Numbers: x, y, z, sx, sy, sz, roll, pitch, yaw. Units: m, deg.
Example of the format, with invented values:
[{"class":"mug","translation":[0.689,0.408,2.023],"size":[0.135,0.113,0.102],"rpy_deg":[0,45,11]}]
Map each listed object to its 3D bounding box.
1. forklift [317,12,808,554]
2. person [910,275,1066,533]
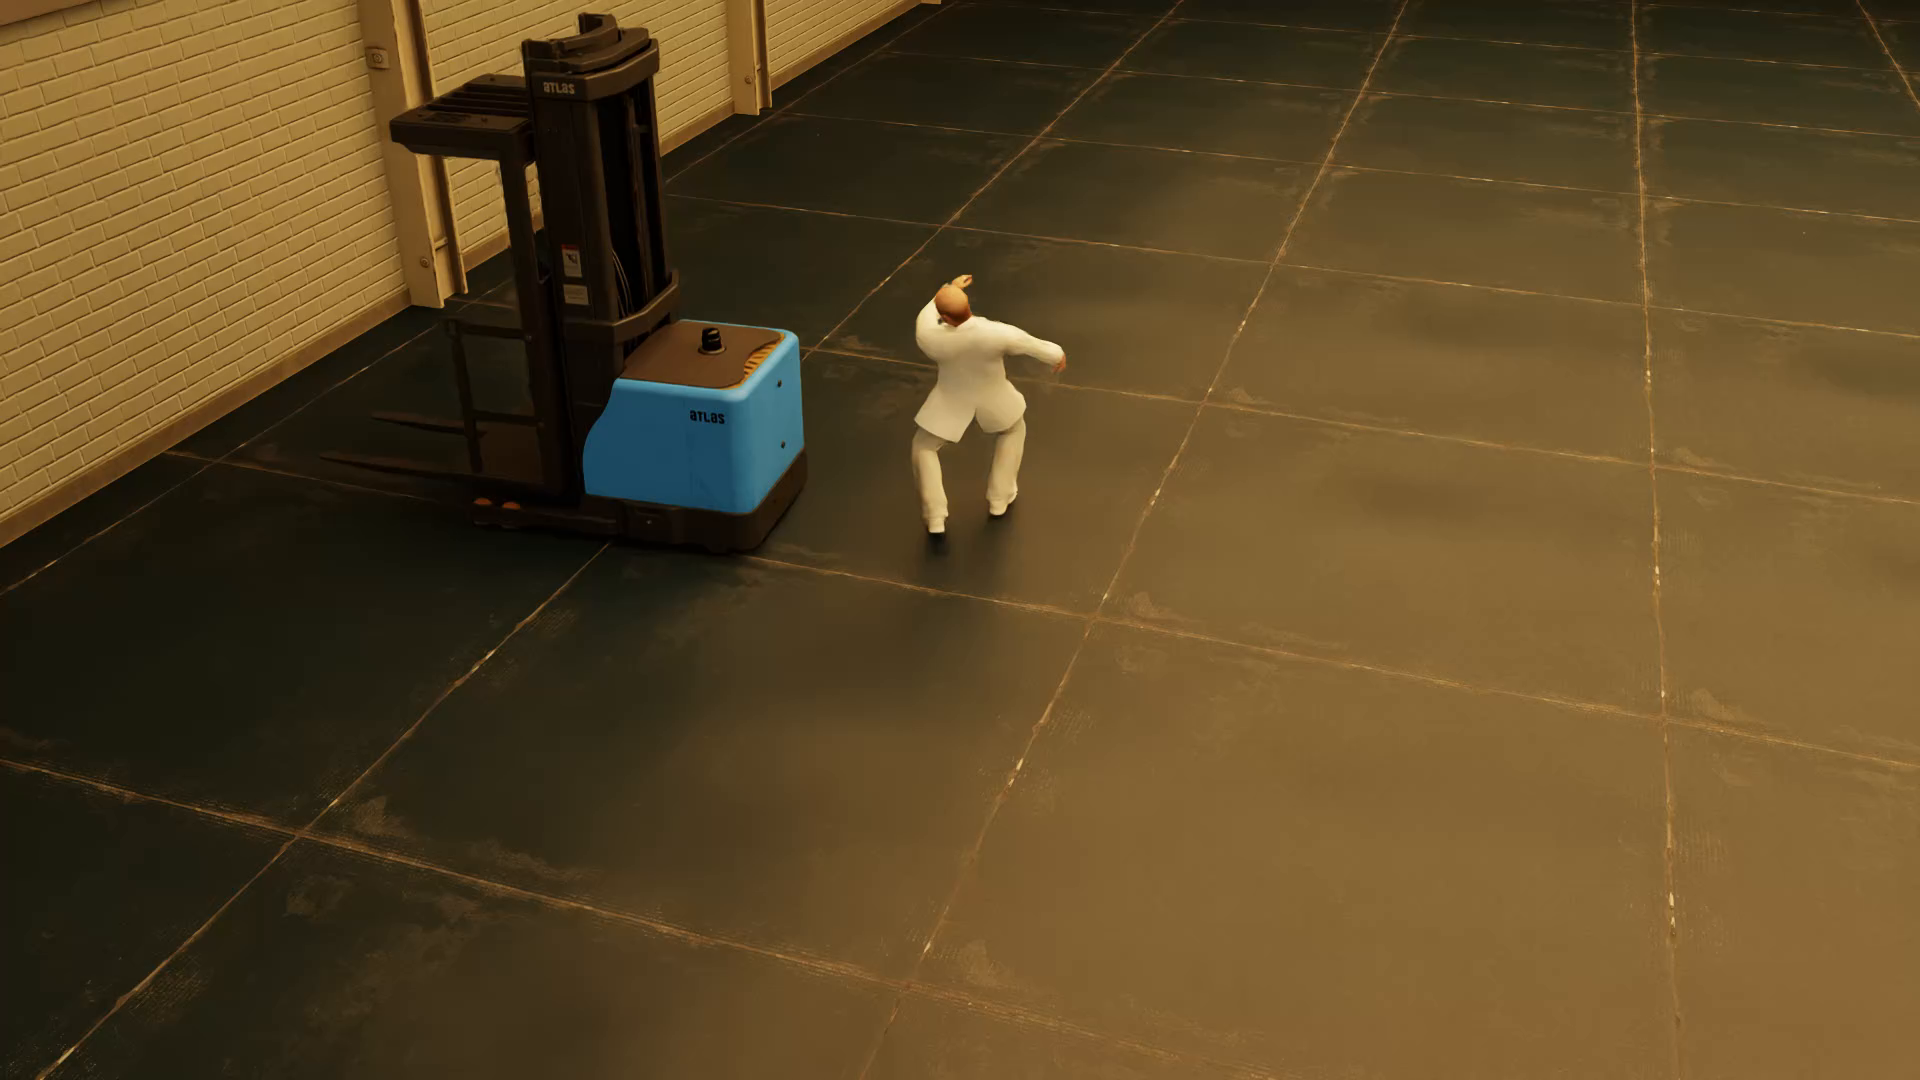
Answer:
[{"class":"forklift","translation":[-2.547,-1.582,9.912],"size":[3.031,2.935,1.130],"rpy_deg":[7,31,13]},{"class":"person","translation":[0.175,-0.883,10.039],"size":[0.977,1.563,0.898],"rpy_deg":[-6,30,-11]}]
